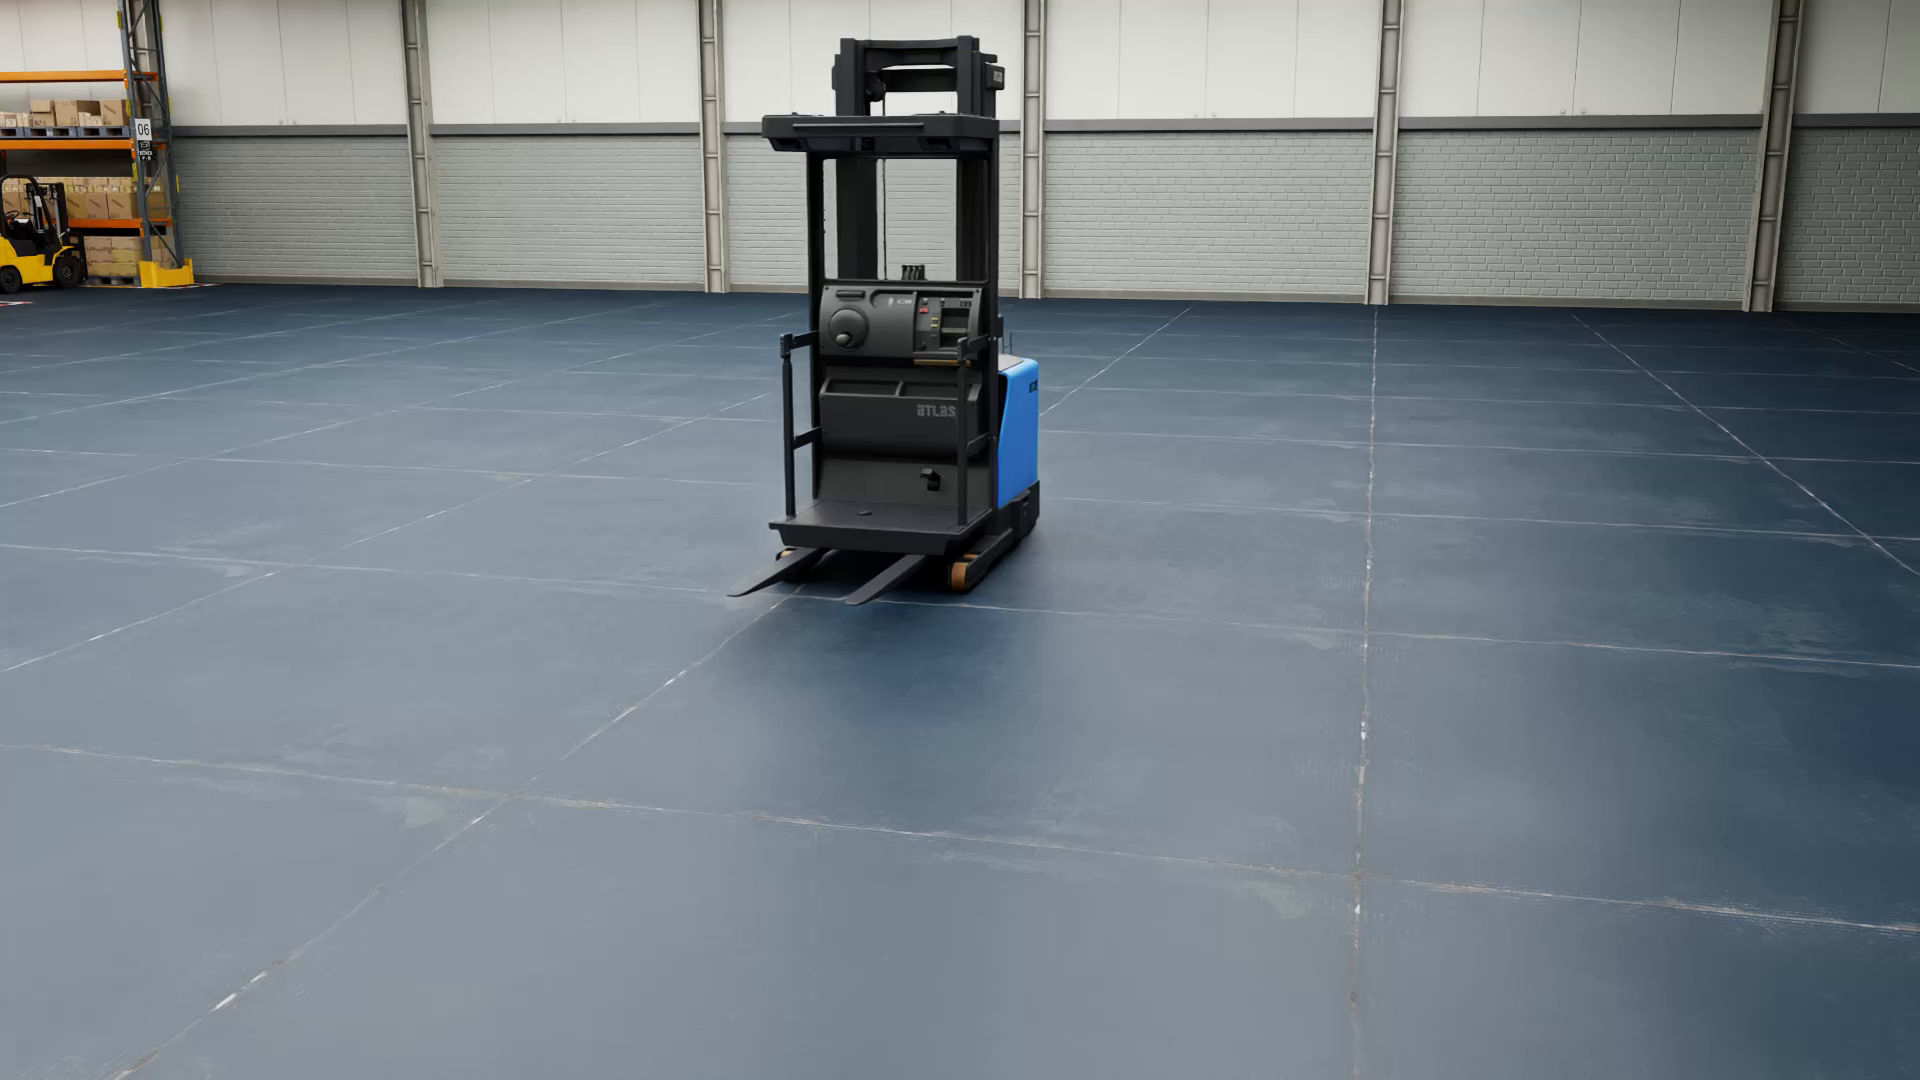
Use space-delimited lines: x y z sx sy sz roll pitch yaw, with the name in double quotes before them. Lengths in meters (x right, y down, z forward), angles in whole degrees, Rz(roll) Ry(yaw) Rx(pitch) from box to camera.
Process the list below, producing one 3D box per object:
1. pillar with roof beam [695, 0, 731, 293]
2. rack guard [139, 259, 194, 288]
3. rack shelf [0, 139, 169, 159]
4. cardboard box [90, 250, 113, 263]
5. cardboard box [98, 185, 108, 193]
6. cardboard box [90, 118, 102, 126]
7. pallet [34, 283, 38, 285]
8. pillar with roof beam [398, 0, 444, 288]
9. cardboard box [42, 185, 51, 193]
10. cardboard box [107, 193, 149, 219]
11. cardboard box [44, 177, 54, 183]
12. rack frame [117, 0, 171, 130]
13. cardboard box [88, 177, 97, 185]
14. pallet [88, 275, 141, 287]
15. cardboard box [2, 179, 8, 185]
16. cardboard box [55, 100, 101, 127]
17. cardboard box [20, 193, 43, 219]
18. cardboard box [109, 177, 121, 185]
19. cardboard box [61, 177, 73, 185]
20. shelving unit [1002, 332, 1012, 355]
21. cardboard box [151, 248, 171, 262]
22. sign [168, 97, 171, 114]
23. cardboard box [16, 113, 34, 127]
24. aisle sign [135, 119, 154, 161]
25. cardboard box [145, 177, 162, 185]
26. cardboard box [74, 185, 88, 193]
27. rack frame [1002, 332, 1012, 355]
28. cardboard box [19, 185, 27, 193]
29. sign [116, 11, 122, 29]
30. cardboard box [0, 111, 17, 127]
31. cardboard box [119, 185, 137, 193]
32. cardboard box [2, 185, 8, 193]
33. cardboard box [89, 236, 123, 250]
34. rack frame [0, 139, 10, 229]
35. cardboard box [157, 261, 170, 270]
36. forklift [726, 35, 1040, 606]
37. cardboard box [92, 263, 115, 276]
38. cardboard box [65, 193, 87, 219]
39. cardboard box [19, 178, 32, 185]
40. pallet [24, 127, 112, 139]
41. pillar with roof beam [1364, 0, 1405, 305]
"pillar with roof beam" -5.574 -8.141 26.151 0.400 9.000 9.100 3 13 14
"rack guard" -15.709 -5.293 32.936 0.348 0.500 1.175 3 13 14
"rack shelf" -17.674 -7.731 32.891 4.000 0.370 1.077 3 13 14
"cardboard box" -16.765 -5.609 32.814 0.500 0.250 0.500 3 13 13
"cardboard box" -16.629 -6.872 32.555 0.250 0.149 0.380 3 13 15
"cardboard box" -16.610 -8.089 32.222 0.250 0.149 0.380 3 13 12
"pallet" -18.854 -5.311 33.682 1.213 0.211 1.003 3 13 14
"pillar with roof beam" -11.399 -8.452 27.554 0.400 9.000 9.100 3 13 14
"cardboard box" -17.873 -6.931 32.821 0.250 0.149 0.380 3 13 12
"cardboard box" -16.273 -6.534 32.526 0.500 0.500 0.500 3 13 12
"cardboard box" -17.862 -7.094 32.869 0.250 0.149 0.380 3 13 14
"rack frame" -15.733 -9.443 32.021 0.127 3.000 1.000 3 13 14
"cardboard box" -16.862 -7.042 32.634 0.250 0.149 0.380 3 13 14
"pallet" -16.485 -5.184 33.112 1.213 0.211 1.003 3 13 14
"cardboard box" -18.853 -7.148 33.110 0.250 0.149 0.380 3 13 12
"cardboard box" -17.191 -8.327 32.485 0.500 0.500 0.700 3 13 14
"cardboard box" -18.246 -6.643 33.021 0.500 0.500 0.500 3 13 13
"cardboard box" -16.378 -7.006 32.469 0.250 0.149 0.380 3 13 14
"cardboard box" -17.394 -7.045 32.645 0.250 0.149 0.380 3 13 15
"shelving unit" 0.212 -0.736 10.779 0.189 1.200 0.258 3 13 14
"cardboard box" -16.139 -5.689 33.176 0.500 0.250 0.500 3 13 15
"sign" -15.594 -8.561 32.767 0.005 0.325 0.100 3 13 14
"cardboard box" -18.248 -8.234 32.604 0.258 0.266 0.396 3 13 12
"aisle sign" -15.739 -7.718 32.095 0.004 0.787 0.394 3 13 14
"cardboard box" -16.008 -7.087 32.838 0.250 0.149 0.380 3 13 12
"cardboard box" -17.137 -6.891 32.642 0.250 0.149 0.380 3 13 12
"rack frame" 0.301 -0.731 10.756 0.006 1.200 0.240 3 13 14
"cardboard box" -18.382 -6.952 32.917 0.250 0.149 0.380 3 13 13
"sign" -15.877 -9.824 31.400 0.005 0.325 0.100 3 13 14
"cardboard box" -18.867 -8.302 32.809 0.500 0.311 0.500 3 13 15
"cardboard box" -16.136 -6.839 32.405 0.250 0.149 0.380 3 13 14
"cardboard box" -18.858 -6.995 33.108 0.250 0.149 0.380 3 13 13
"cardboard box" -16.752 -5.849 32.740 0.500 0.250 0.500 3 13 15
"rack frame" -19.616 -6.722 33.606 0.127 3.000 1.000 3 13 14
"cardboard box" -16.163 -5.444 33.223 0.500 0.250 0.500 3 13 14
"forklift" -0.391 -1.244 9.075 1.130 2.935 3.031 4 13 16
"cardboard box" -16.745 -5.363 32.859 0.500 0.250 0.500 3 13 14
"cardboard box" -17.273 -6.589 32.776 0.500 0.500 0.500 3 13 12
"cardboard box" -18.369 -7.105 32.918 0.250 0.149 0.380 3 13 13
"pallet" -17.601 -8.041 32.828 1.213 0.211 1.003 3 13 14
"pillar with roof beam" 6.077 -7.518 23.344 0.400 9.000 9.100 3 13 14
